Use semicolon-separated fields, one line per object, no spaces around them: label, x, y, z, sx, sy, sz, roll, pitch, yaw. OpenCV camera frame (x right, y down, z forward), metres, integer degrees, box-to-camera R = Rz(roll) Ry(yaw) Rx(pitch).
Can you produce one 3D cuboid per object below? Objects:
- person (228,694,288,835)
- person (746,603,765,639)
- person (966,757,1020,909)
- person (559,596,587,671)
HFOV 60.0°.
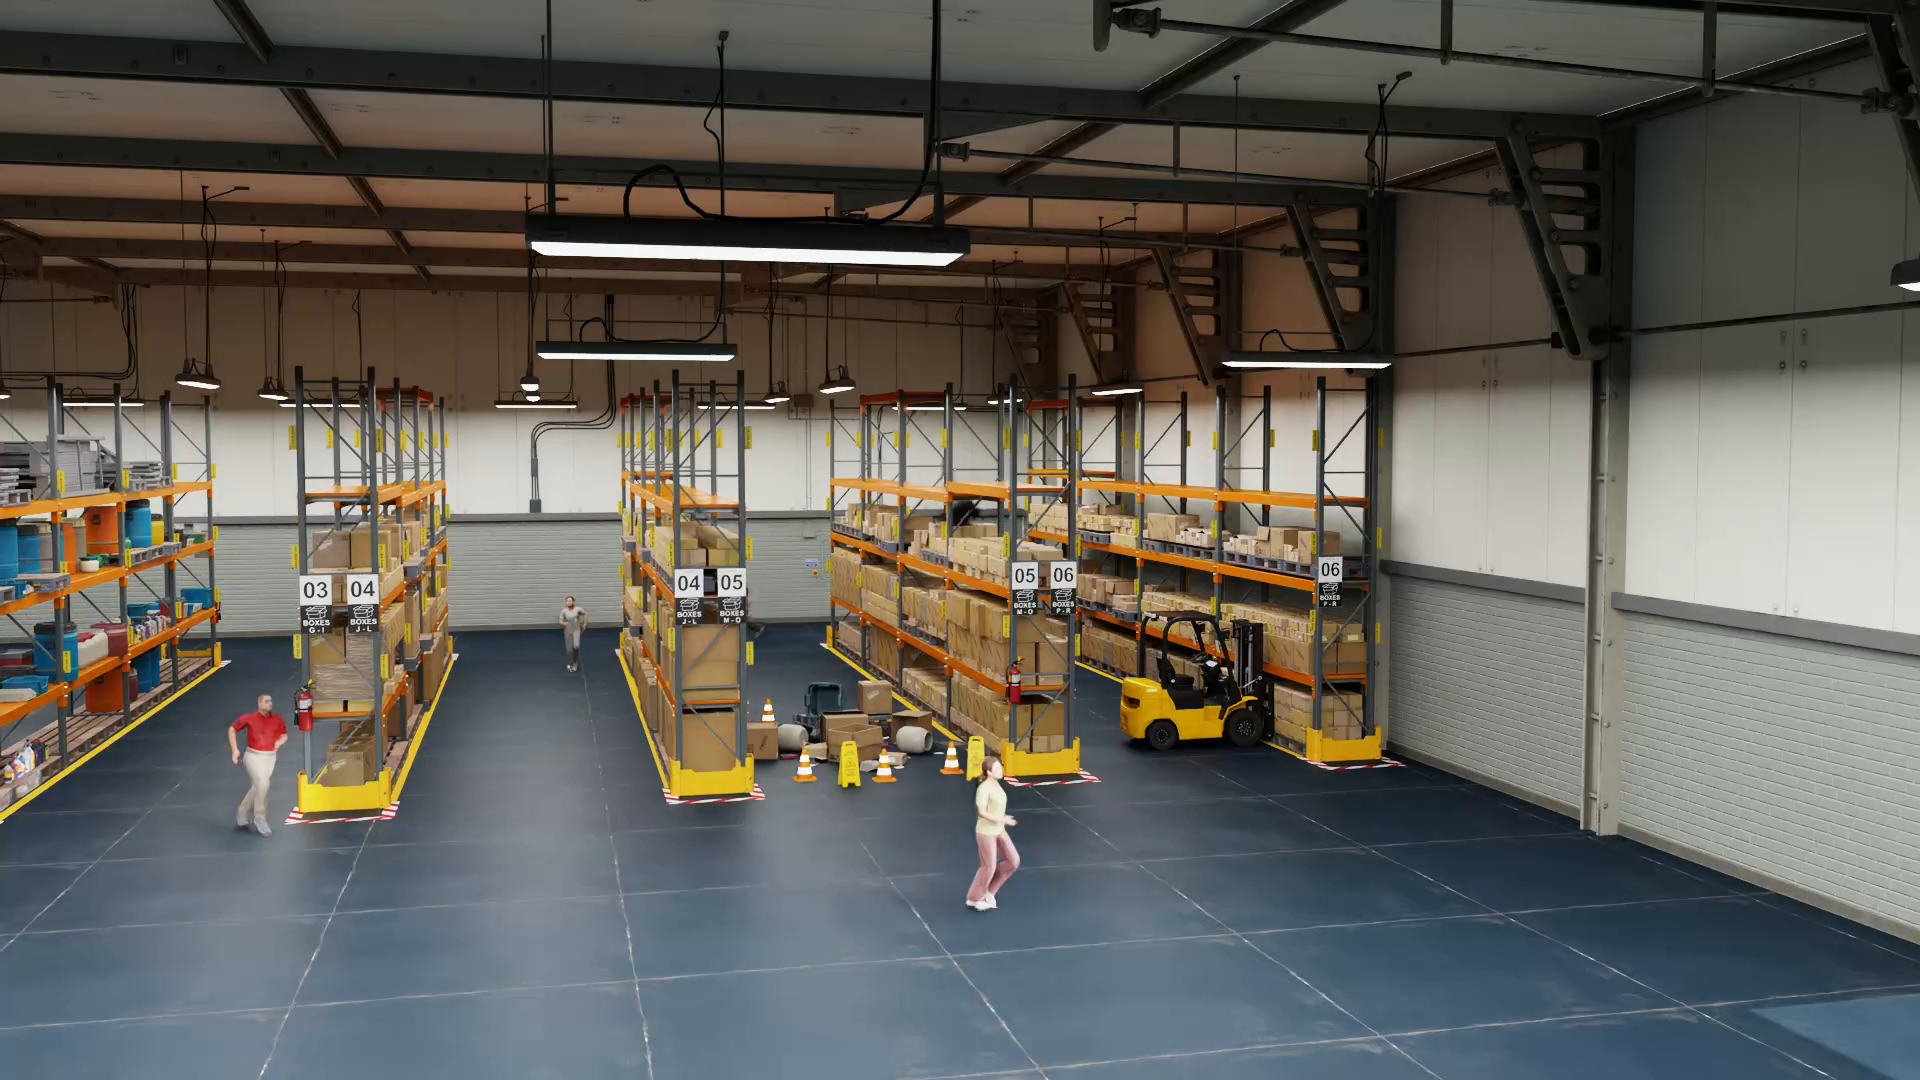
person;-8.992;2.868;21.480;0.816;1.726;0.664;2;4;34
person;-5.343;1.719;41.068;1.084;1.737;0.742;-1;4;-23
person;0.361;3.119;17.689;0.612;1.645;0.600;2;4;26
person;-8.361;2.017;35.946;0.575;1.631;0.831;-1;3;-9
